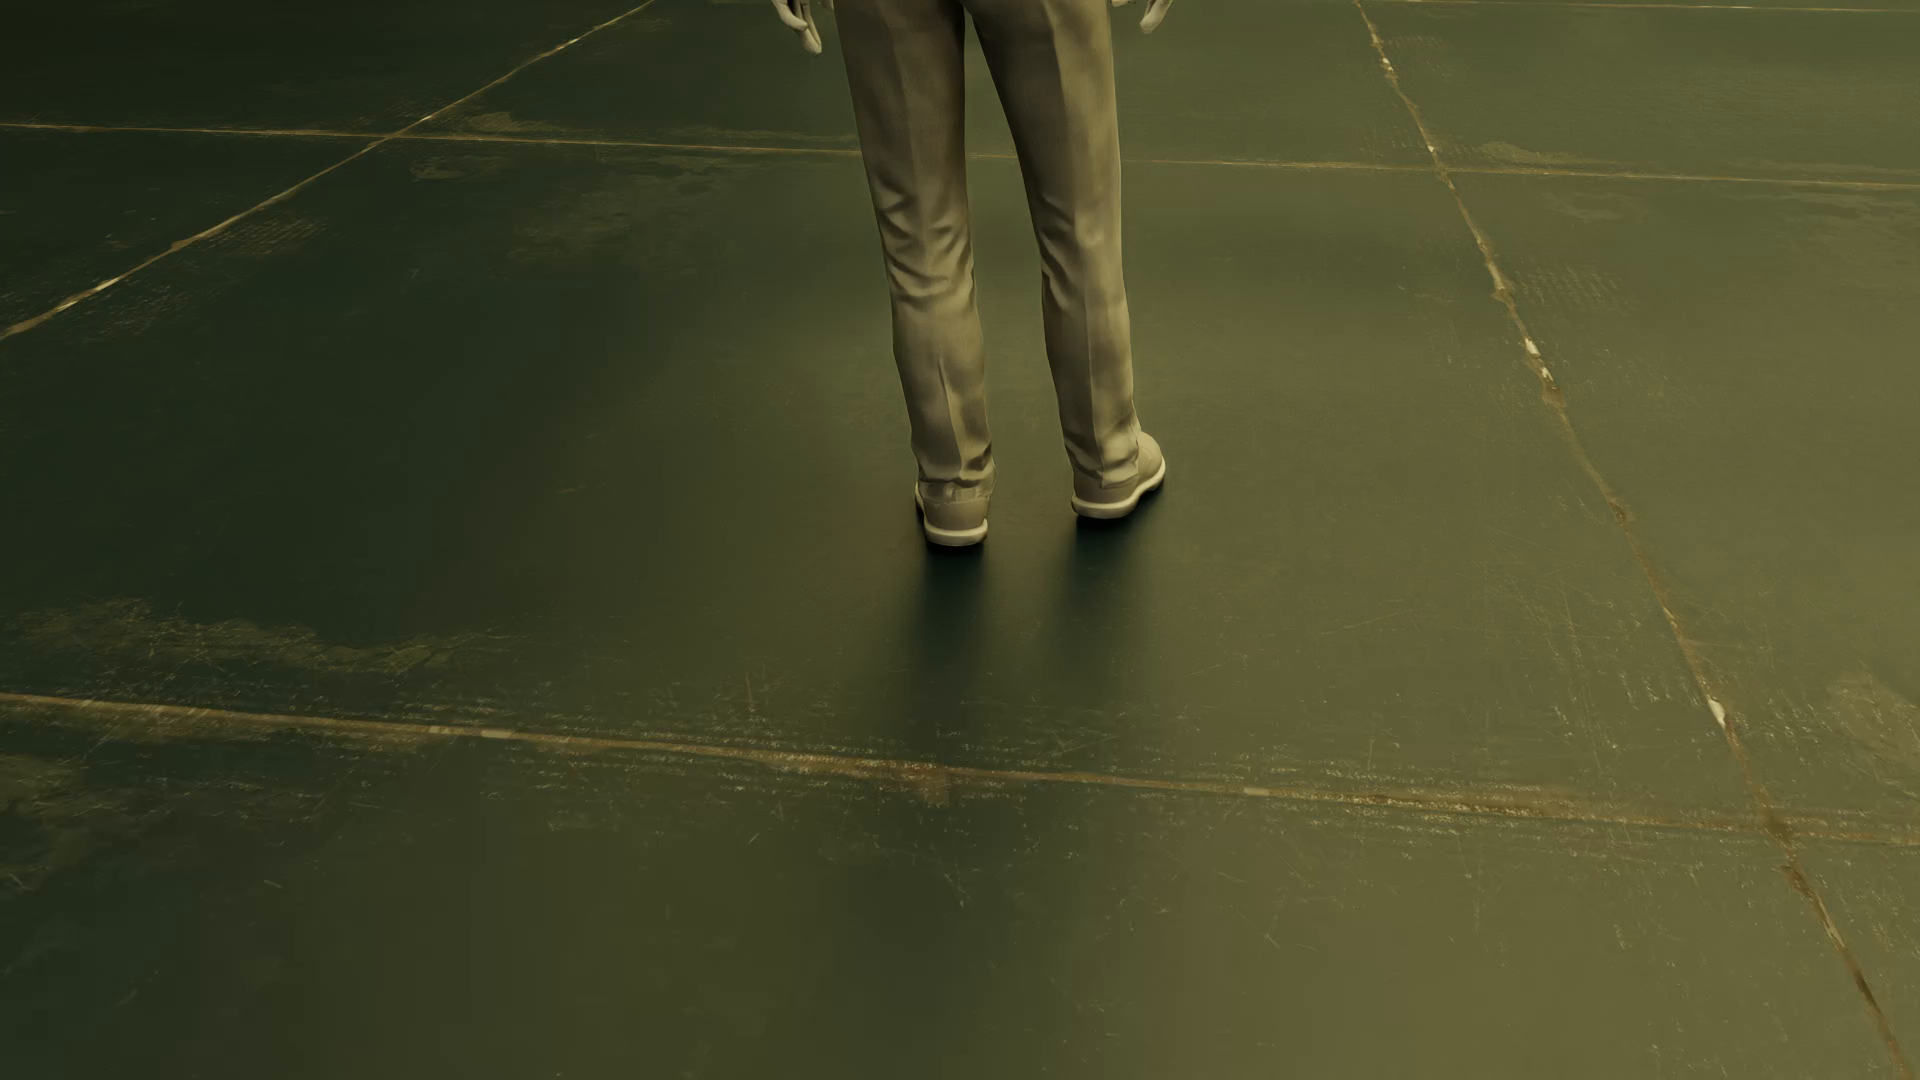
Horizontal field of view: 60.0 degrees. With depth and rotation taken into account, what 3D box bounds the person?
[{"bbox_3d":[0.015,-0.794,2.178,0.588,1.695,0.531,3,27,7],"label":"person"}]
